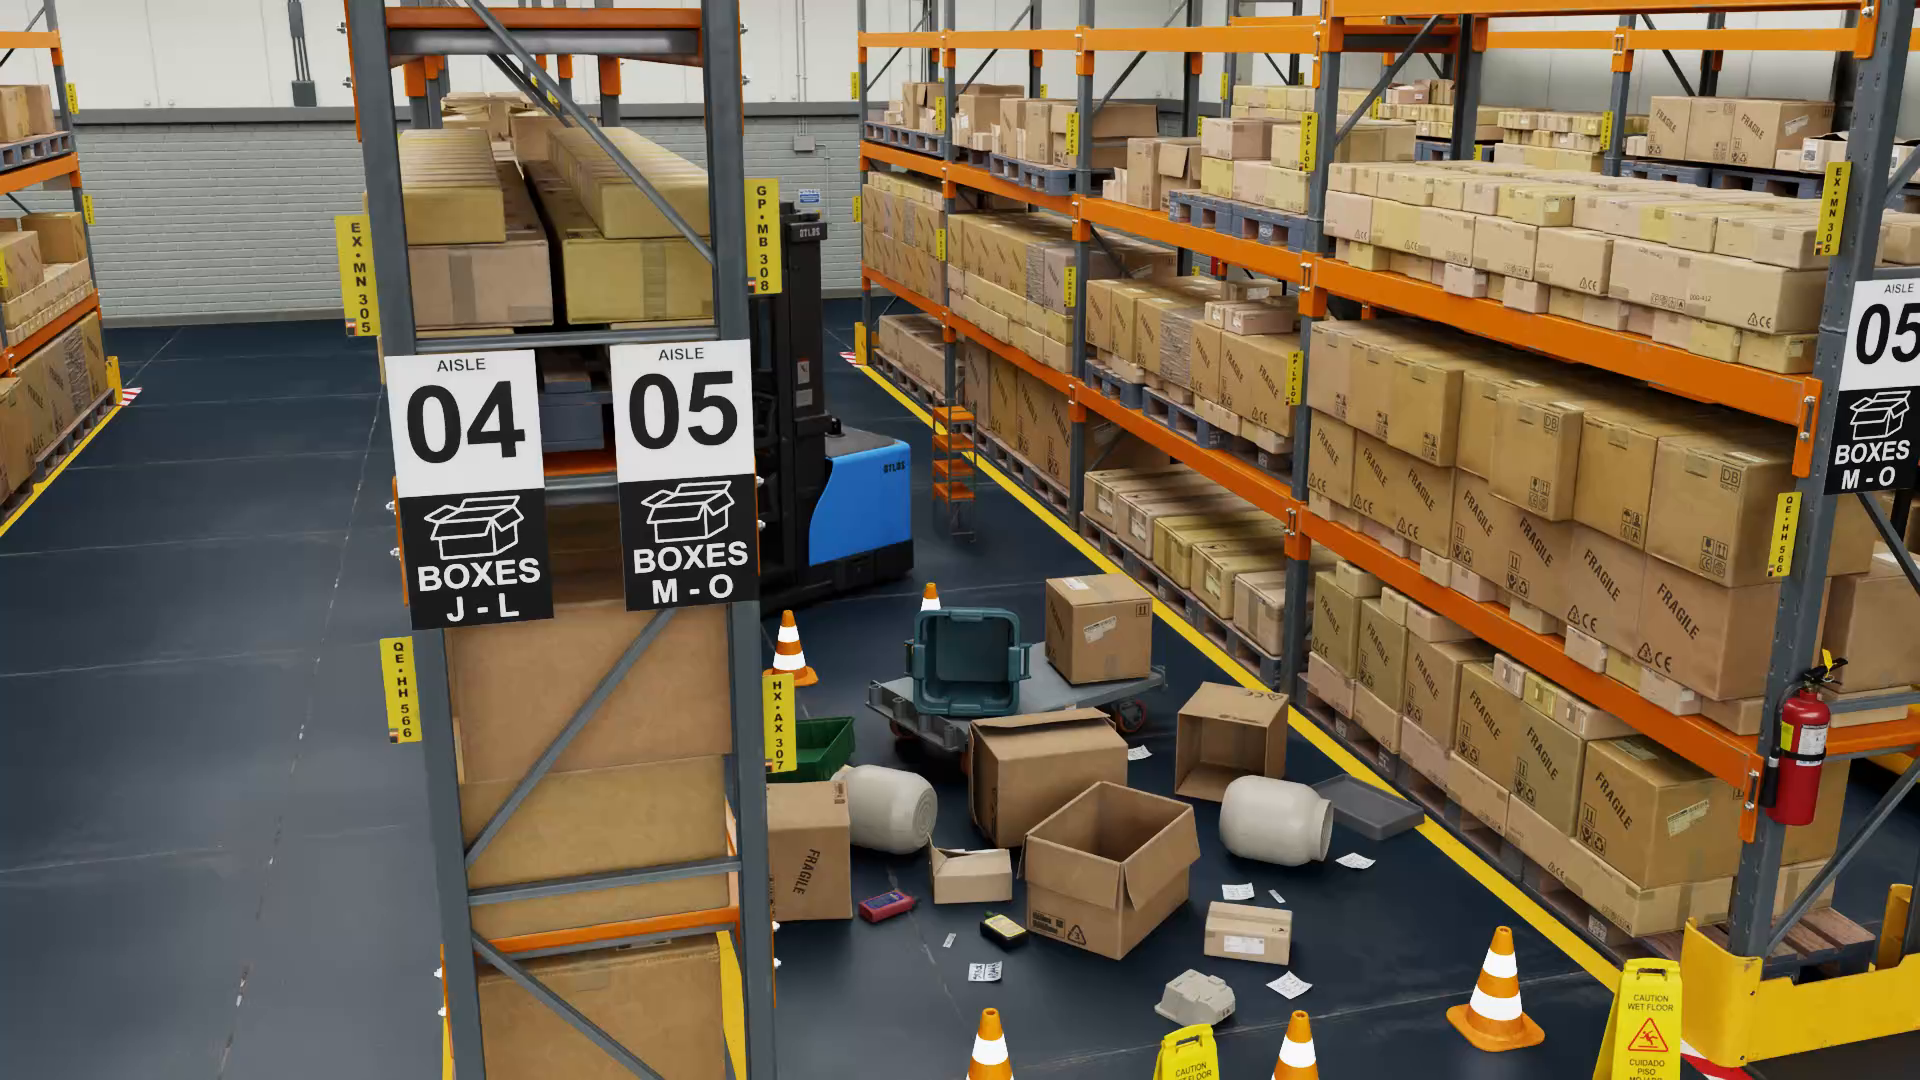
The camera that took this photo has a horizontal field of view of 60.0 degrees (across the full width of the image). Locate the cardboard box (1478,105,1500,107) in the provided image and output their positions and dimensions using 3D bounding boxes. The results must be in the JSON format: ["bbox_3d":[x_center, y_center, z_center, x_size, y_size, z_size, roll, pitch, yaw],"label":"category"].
[{"bbox_3d":[5.532,-4.488,17.480,0.380,0.149,0.250,-4,17,-14],"label":"cardboard box"}]

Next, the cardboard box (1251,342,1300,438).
[{"bbox_3d":[2.185,-0.959,10.511,0.500,0.500,0.500,-5,17,-16],"label":"cardboard box"}]

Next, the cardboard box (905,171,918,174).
[{"bbox_3d":[-0.474,-4.531,20.784,0.380,0.149,0.250,-4,17,-15],"label":"cardboard box"}]

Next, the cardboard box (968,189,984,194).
[{"bbox_3d":[0.300,-3.753,18.194,0.380,0.149,0.250,-5,17,-16],"label":"cardboard box"}]

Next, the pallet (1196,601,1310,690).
[{"bbox_3d":[2.317,0.662,11.381,1.003,0.211,1.213,-5,17,-15],"label":"pallet"}]

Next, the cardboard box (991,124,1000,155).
[{"bbox_3d":[0.500,-3.711,15.383,0.396,0.266,0.258,-3,17,-11],"label":"cardboard box"}]

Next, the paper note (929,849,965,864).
[{"bbox_3d":[-0.066,1.618,8.527,0.172,0.023,0.155,1,17,4],"label":"paper note"}]

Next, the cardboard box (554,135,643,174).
[{"bbox_3d":[-1.586,-1.701,7.335,0.380,0.149,0.250,-4,17,-14],"label":"cardboard box"}]

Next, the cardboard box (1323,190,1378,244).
[{"bbox_3d":[2.390,-1.822,9.333,0.500,0.250,0.500,-5,17,-16],"label":"cardboard box"}]

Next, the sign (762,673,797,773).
[{"bbox_3d":[-0.564,0.573,5.189,0.100,0.325,0.005,-5,17,-15],"label":"sign"}]

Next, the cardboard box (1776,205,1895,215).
[{"bbox_3d":[3.636,-1.307,6.925,0.380,0.149,0.250,-5,17,-15],"label":"cardboard box"}]

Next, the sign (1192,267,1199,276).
[{"bbox_3d":[1.953,-2.127,13.943,0.100,0.325,0.005,-5,17,-15],"label":"sign"}]

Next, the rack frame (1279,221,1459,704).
[{"bbox_3d":[2.533,-0.458,10.263,1.000,3.000,0.127,-5,17,-15],"label":"rack frame"}]

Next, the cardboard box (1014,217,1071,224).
[{"bbox_3d":[0.848,-2.951,16.652,0.500,0.500,0.500,-4,17,-14],"label":"cardboard box"}]

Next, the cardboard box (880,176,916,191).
[{"bbox_3d":[-0.742,-4.276,19.932,0.380,0.149,0.250,-5,18,-17],"label":"cardboard box"}]

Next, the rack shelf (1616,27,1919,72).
[{"bbox_3d":[6.755,-3.742,12.713,1.077,0.370,4.000,-5,17,-15],"label":"rack shelf"}]

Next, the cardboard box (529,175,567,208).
[{"bbox_3d":[-1.543,-1.401,7.027,0.500,0.250,0.500,-5,17,-16],"label":"cardboard box"}]

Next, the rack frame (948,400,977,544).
[{"bbox_3d":[0.022,-0.553,13.707,0.240,1.200,0.015,-5,17,-15],"label":"rack frame"}]

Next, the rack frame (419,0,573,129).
[{"bbox_3d":[-3.298,-4.018,11.688,1.000,3.000,0.127,-5,17,-15],"label":"rack frame"}]

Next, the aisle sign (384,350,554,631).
[{"bbox_3d":[-1.369,-0.134,4.666,0.394,0.787,0.004,-5,17,-15],"label":"aisle sign"}]

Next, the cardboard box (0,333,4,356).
[{"bbox_3d":[-8.803,-1.828,14.649,0.500,0.500,0.500,-5,17,-15],"label":"cardboard box"}]

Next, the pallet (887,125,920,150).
[{"bbox_3d":[-0.212,-4.629,19.089,1.003,0.211,1.213,-5,17,-15],"label":"pallet"}]

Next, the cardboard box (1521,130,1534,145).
[{"bbox_3d":[5.645,-3.879,16.005,0.380,0.149,0.250,-5,17,-15],"label":"cardboard box"}]

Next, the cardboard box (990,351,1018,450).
[{"bbox_3d":[0.837,-1.440,16.496,0.875,0.875,0.875,-4,17,-14],"label":"cardboard box"}]

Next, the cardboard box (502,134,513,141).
[{"bbox_3d":[-3.344,-2.946,13.159,0.500,0.500,0.500,-5,17,-15],"label":"cardboard box"}]

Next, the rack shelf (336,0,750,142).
[{"bbox_3d":[-1.649,-1.823,6.324,1.077,0.370,4.000,-5,17,-15],"label":"rack shelf"}]

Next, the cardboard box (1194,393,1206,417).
[{"bbox_3d":[1.859,-0.943,11.583,0.380,0.149,0.250,-5,17,-15],"label":"cardboard box"}]

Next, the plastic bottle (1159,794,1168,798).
[{"bbox_3d":[1.084,1.454,9.004,0.133,0.061,0.283,-2,17,-6],"label":"plastic bottle"}]

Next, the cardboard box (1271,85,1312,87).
[{"bbox_3d":[4.397,-5.817,21.763,0.500,0.250,0.500,-5,17,-17],"label":"cardboard box"}]

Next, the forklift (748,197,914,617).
[{"bbox_3d":[-1.785,-0.934,11.968,3.031,2.935,1.130,-15,22,-41],"label":"forklift"}]

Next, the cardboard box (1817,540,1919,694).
[{"bbox_3d":[3.768,0.305,7.032,0.500,0.500,0.500,-5,17,-16],"label":"cardboard box"}]

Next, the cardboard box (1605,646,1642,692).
[{"bbox_3d":[3.097,0.548,7.350,0.380,0.149,0.250,-5,17,-16],"label":"cardboard box"}]

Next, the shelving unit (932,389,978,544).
[{"bbox_3d":[-0.045,-0.620,13.932,0.258,1.200,0.503,-5,17,-15],"label":"shelving unit"}]

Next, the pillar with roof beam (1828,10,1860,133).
[{"bbox_3d":[3.291,-4.201,12.297,9.100,9.000,0.400,-5,17,-15],"label":"pillar with roof beam"}]

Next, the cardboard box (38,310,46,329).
[{"bbox_3d":[-9.245,-2.164,16.379,0.380,0.149,0.250,-5,17,-16],"label":"cardboard box"}]

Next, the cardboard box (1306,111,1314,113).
[{"bbox_3d":[4.450,-4.971,19.816,0.500,0.250,0.500,-4,17,-14],"label":"cardboard box"}]

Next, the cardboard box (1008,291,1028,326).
[{"bbox_3d":[0.751,-2.128,15.213,0.500,0.250,0.500,-5,17,-17],"label":"cardboard box"}]

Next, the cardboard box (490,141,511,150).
[{"bbox_3d":[-3.311,-2.571,11.333,0.500,0.311,0.500,-5,17,-15],"label":"cardboard box"}]

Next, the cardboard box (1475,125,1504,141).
[{"bbox_3d":[5.252,-4.093,16.681,0.380,0.149,0.250,-4,17,-14],"label":"cardboard box"}]

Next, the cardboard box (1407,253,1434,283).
[{"bbox_3d":[2.606,-1.460,8.820,0.380,0.149,0.250,-4,17,-14],"label":"cardboard box"}]

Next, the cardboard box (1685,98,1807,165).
[{"bbox_3d":[6.405,-3.340,13.566,0.700,0.500,0.500,-5,17,-16],"label":"cardboard box"}]

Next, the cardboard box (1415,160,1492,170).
[{"bbox_3d":[2.830,-2.086,9.519,0.380,0.149,0.250,-4,17,-14],"label":"cardboard box"}]

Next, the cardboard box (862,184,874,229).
[{"bbox_3d":[-0.907,-4.149,20.638,0.500,0.500,0.500,-5,17,-16],"label":"cardboard box"}]

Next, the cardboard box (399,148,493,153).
[{"bbox_3d":[-2.008,-1.438,6.457,0.380,0.149,0.250,-5,17,-16],"label":"cardboard box"}]

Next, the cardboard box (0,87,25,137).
[{"bbox_3d":[-9.872,-4.283,16.706,0.700,0.500,0.500,-6,18,-19],"label":"cardboard box"}]

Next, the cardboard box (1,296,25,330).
[{"bbox_3d":[-9.072,-2.109,15.502,0.500,0.250,0.500,-5,17,-16],"label":"cardboard box"}]

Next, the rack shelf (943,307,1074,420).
[{"bbox_3d":[0.884,-1.773,15.892,1.077,0.370,4.000,-5,17,-15],"label":"rack shelf"}]

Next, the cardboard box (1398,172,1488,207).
[{"bbox_3d":[2.515,-1.825,8.651,0.380,0.149,0.250,-5,17,-16],"label":"cardboard box"}]

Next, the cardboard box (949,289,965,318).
[{"bbox_3d":[0.201,-2.457,17.177,0.500,0.250,0.500,-5,17,-17],"label":"cardboard box"}]

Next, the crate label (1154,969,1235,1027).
[{"bbox_3d":[1.024,1.972,7.150,0.298,0.136,0.250,16,23,42],"label":"crate label"}]

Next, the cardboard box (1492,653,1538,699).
[{"bbox_3d":[2.859,0.654,8.179,0.380,0.149,0.250,-4,17,-13],"label":"cardboard box"}]

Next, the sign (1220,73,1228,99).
[{"bbox_3d":[3.485,-5.983,21.923,0.100,0.325,0.005,-5,17,-15],"label":"sign"}]

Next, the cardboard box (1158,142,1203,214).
[{"bbox_3d":[1.880,-2.631,12.103,0.797,0.503,0.637,-5,17,-15],"label":"cardboard box"}]

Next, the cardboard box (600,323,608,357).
[{"bbox_3d":[-0.956,-0.688,5.348,0.380,0.149,0.250,-5,17,-15],"label":"cardboard box"}]

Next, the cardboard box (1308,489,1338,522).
[{"bbox_3d":[2.311,-0.225,9.925,0.380,0.149,0.250,-5,17,-16],"label":"cardboard box"}]

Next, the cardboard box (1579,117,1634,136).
[{"bbox_3d":[5.826,-3.728,14.985,0.380,0.149,0.250,-4,17,-13],"label":"cardboard box"}]

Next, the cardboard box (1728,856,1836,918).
[{"bbox_3d":[3.676,1.519,7.731,0.500,0.250,0.500,-5,17,-16],"label":"cardboard box"}]
